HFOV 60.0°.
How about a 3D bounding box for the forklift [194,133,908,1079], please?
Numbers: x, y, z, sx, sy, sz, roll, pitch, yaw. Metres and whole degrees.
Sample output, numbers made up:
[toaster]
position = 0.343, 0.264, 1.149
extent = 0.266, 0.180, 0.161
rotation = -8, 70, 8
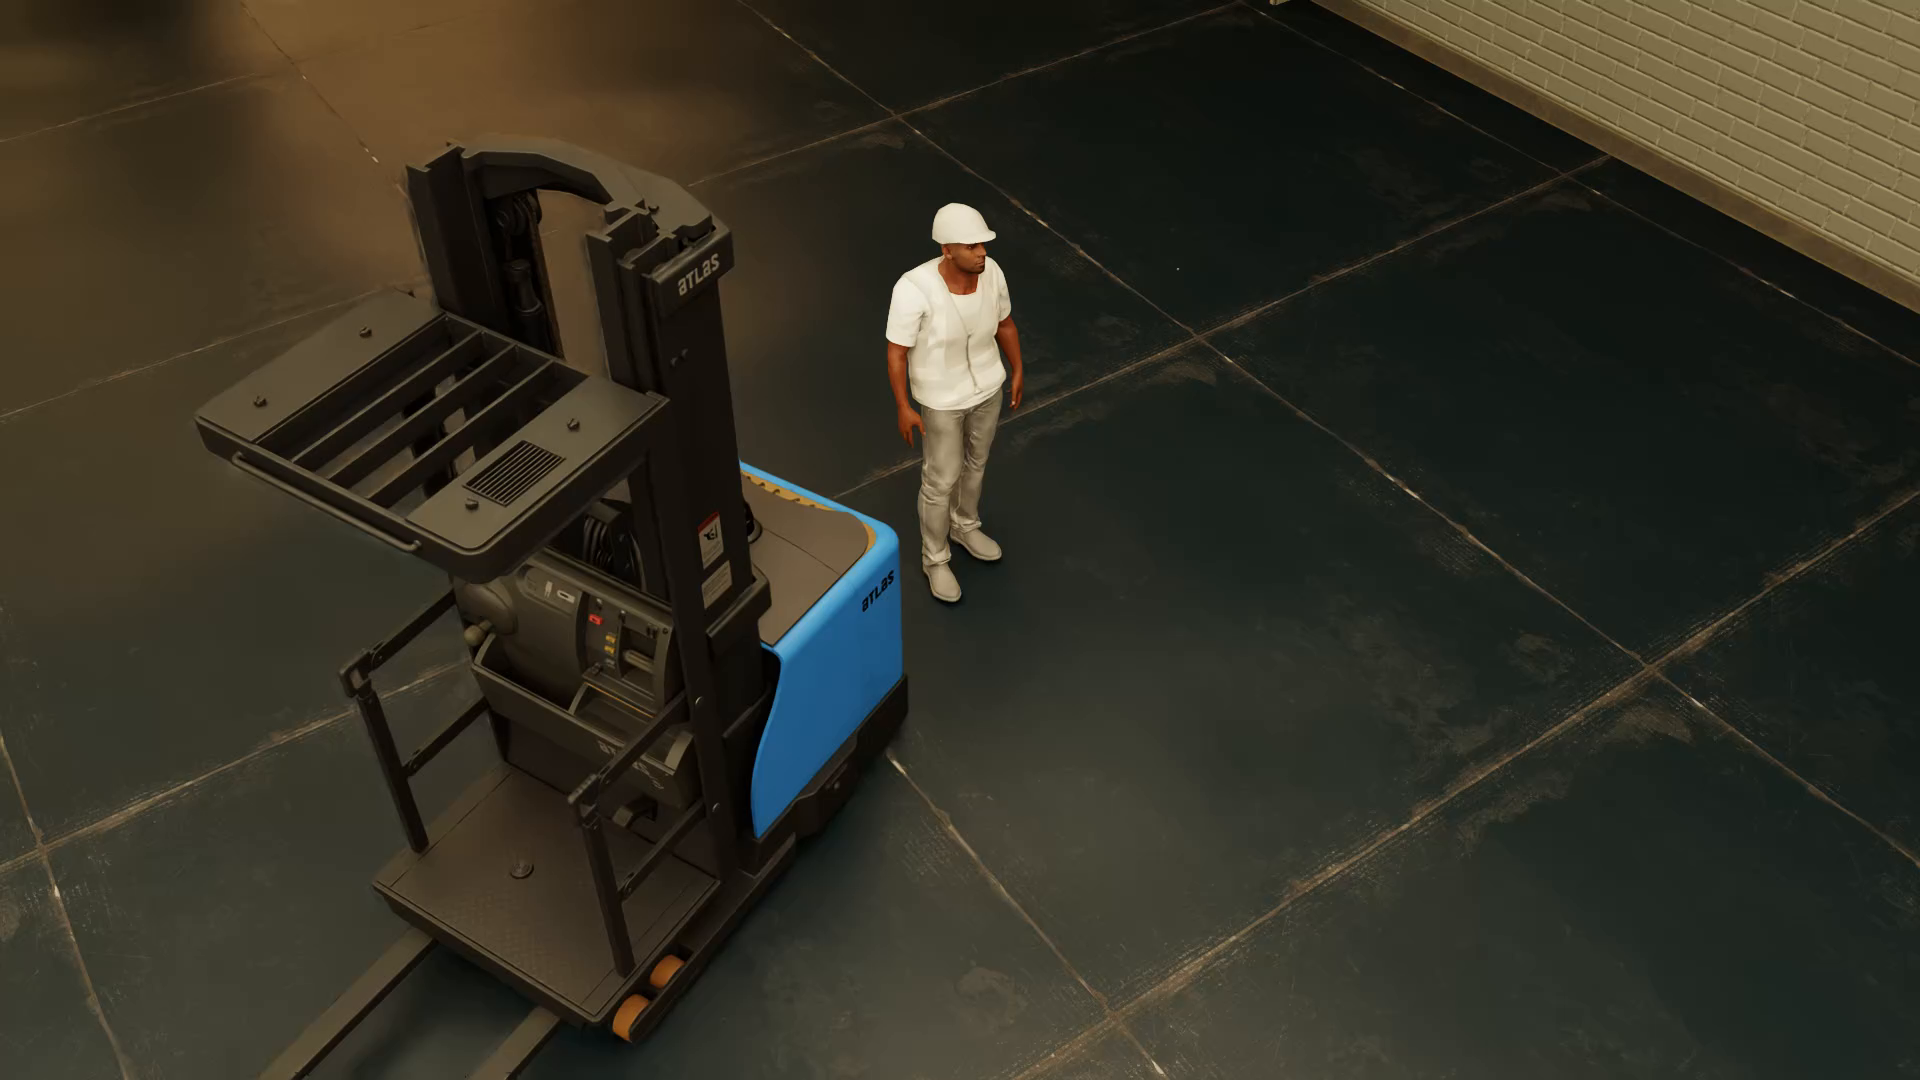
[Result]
[forklift]
position = -1.427, 0.342, 5.344
extent = 1.130, 2.935, 3.031
rotation = 23, 47, 23

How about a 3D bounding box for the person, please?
[person]
position = 0.035, -0.614, 7.231
extent = 0.666, 1.765, 0.577
rotation = -25, 48, -25
